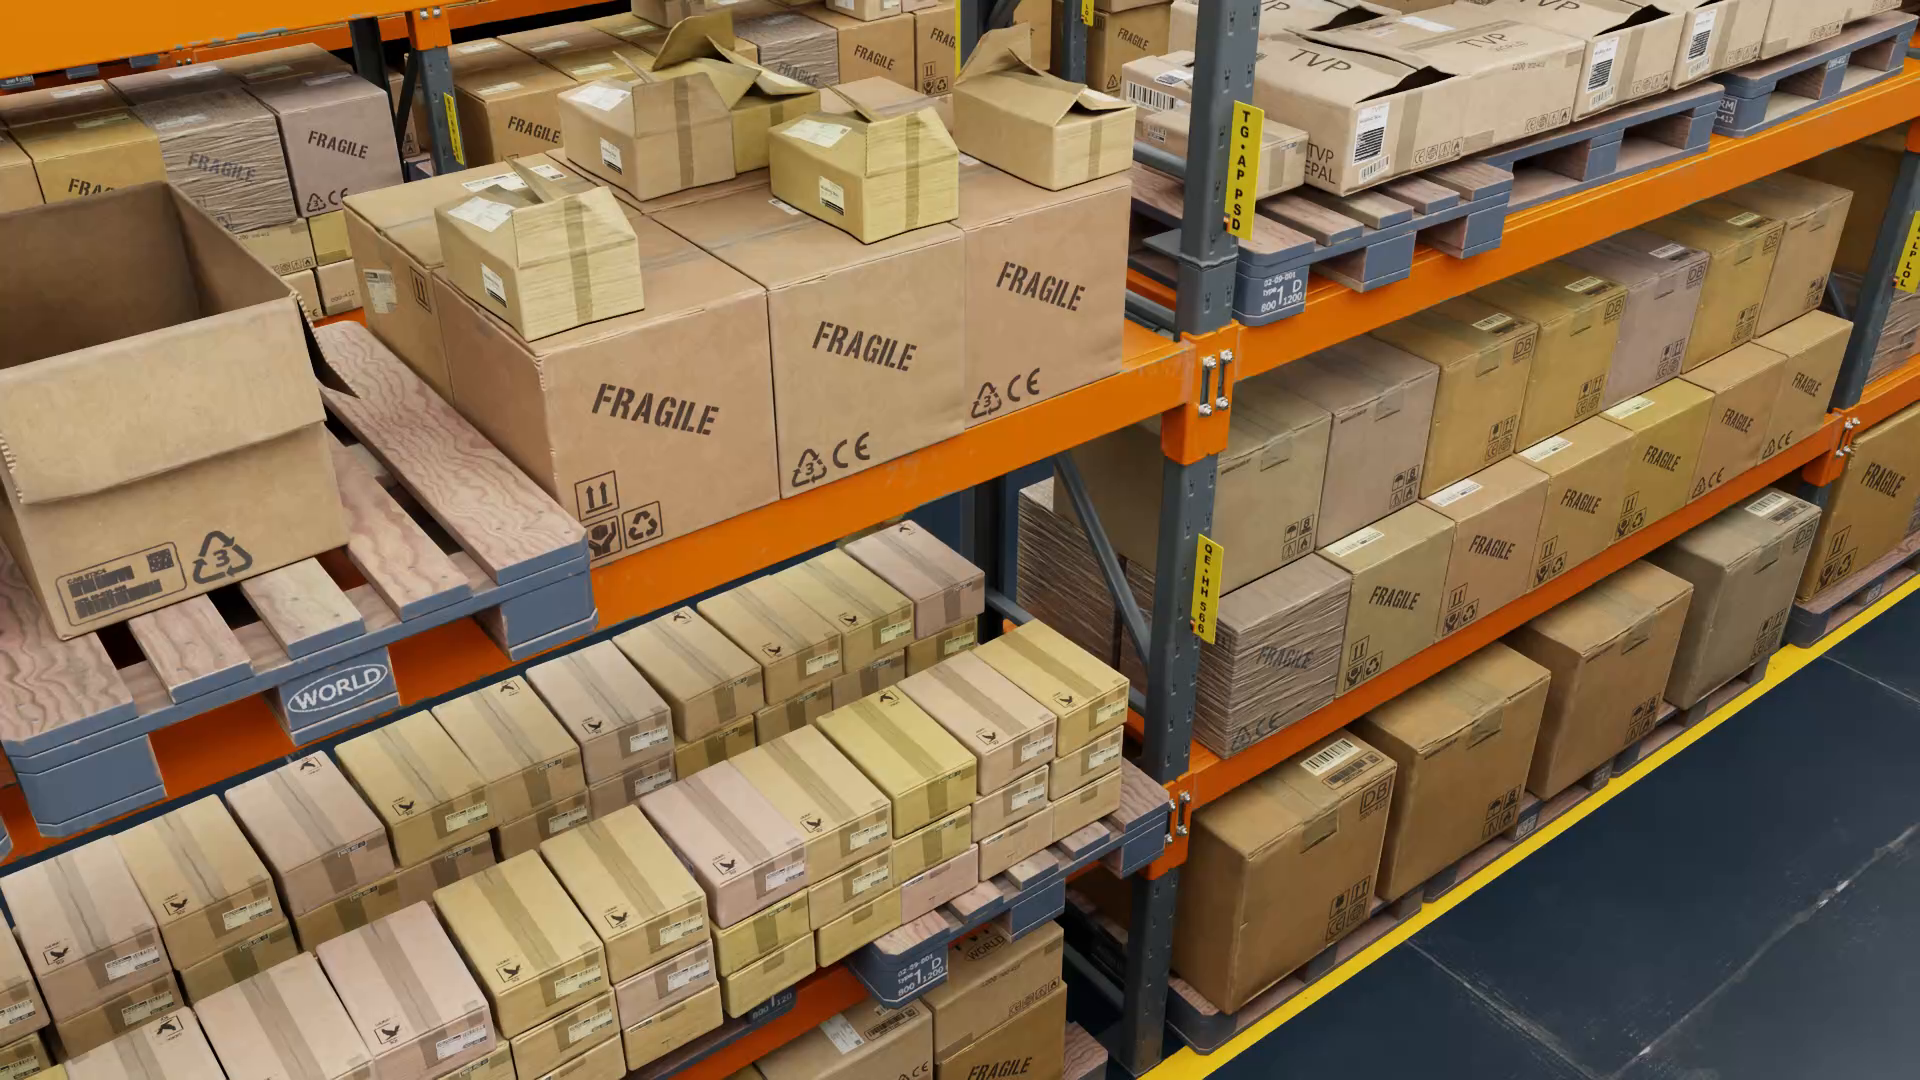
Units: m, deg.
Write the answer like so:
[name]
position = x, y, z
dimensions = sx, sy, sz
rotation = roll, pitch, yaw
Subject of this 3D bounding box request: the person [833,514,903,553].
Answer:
[person]
position = -0.351, 0.087, 6.986
dimensions = 0.473, 1.660, 0.507
rotation = -17, 36, -24
